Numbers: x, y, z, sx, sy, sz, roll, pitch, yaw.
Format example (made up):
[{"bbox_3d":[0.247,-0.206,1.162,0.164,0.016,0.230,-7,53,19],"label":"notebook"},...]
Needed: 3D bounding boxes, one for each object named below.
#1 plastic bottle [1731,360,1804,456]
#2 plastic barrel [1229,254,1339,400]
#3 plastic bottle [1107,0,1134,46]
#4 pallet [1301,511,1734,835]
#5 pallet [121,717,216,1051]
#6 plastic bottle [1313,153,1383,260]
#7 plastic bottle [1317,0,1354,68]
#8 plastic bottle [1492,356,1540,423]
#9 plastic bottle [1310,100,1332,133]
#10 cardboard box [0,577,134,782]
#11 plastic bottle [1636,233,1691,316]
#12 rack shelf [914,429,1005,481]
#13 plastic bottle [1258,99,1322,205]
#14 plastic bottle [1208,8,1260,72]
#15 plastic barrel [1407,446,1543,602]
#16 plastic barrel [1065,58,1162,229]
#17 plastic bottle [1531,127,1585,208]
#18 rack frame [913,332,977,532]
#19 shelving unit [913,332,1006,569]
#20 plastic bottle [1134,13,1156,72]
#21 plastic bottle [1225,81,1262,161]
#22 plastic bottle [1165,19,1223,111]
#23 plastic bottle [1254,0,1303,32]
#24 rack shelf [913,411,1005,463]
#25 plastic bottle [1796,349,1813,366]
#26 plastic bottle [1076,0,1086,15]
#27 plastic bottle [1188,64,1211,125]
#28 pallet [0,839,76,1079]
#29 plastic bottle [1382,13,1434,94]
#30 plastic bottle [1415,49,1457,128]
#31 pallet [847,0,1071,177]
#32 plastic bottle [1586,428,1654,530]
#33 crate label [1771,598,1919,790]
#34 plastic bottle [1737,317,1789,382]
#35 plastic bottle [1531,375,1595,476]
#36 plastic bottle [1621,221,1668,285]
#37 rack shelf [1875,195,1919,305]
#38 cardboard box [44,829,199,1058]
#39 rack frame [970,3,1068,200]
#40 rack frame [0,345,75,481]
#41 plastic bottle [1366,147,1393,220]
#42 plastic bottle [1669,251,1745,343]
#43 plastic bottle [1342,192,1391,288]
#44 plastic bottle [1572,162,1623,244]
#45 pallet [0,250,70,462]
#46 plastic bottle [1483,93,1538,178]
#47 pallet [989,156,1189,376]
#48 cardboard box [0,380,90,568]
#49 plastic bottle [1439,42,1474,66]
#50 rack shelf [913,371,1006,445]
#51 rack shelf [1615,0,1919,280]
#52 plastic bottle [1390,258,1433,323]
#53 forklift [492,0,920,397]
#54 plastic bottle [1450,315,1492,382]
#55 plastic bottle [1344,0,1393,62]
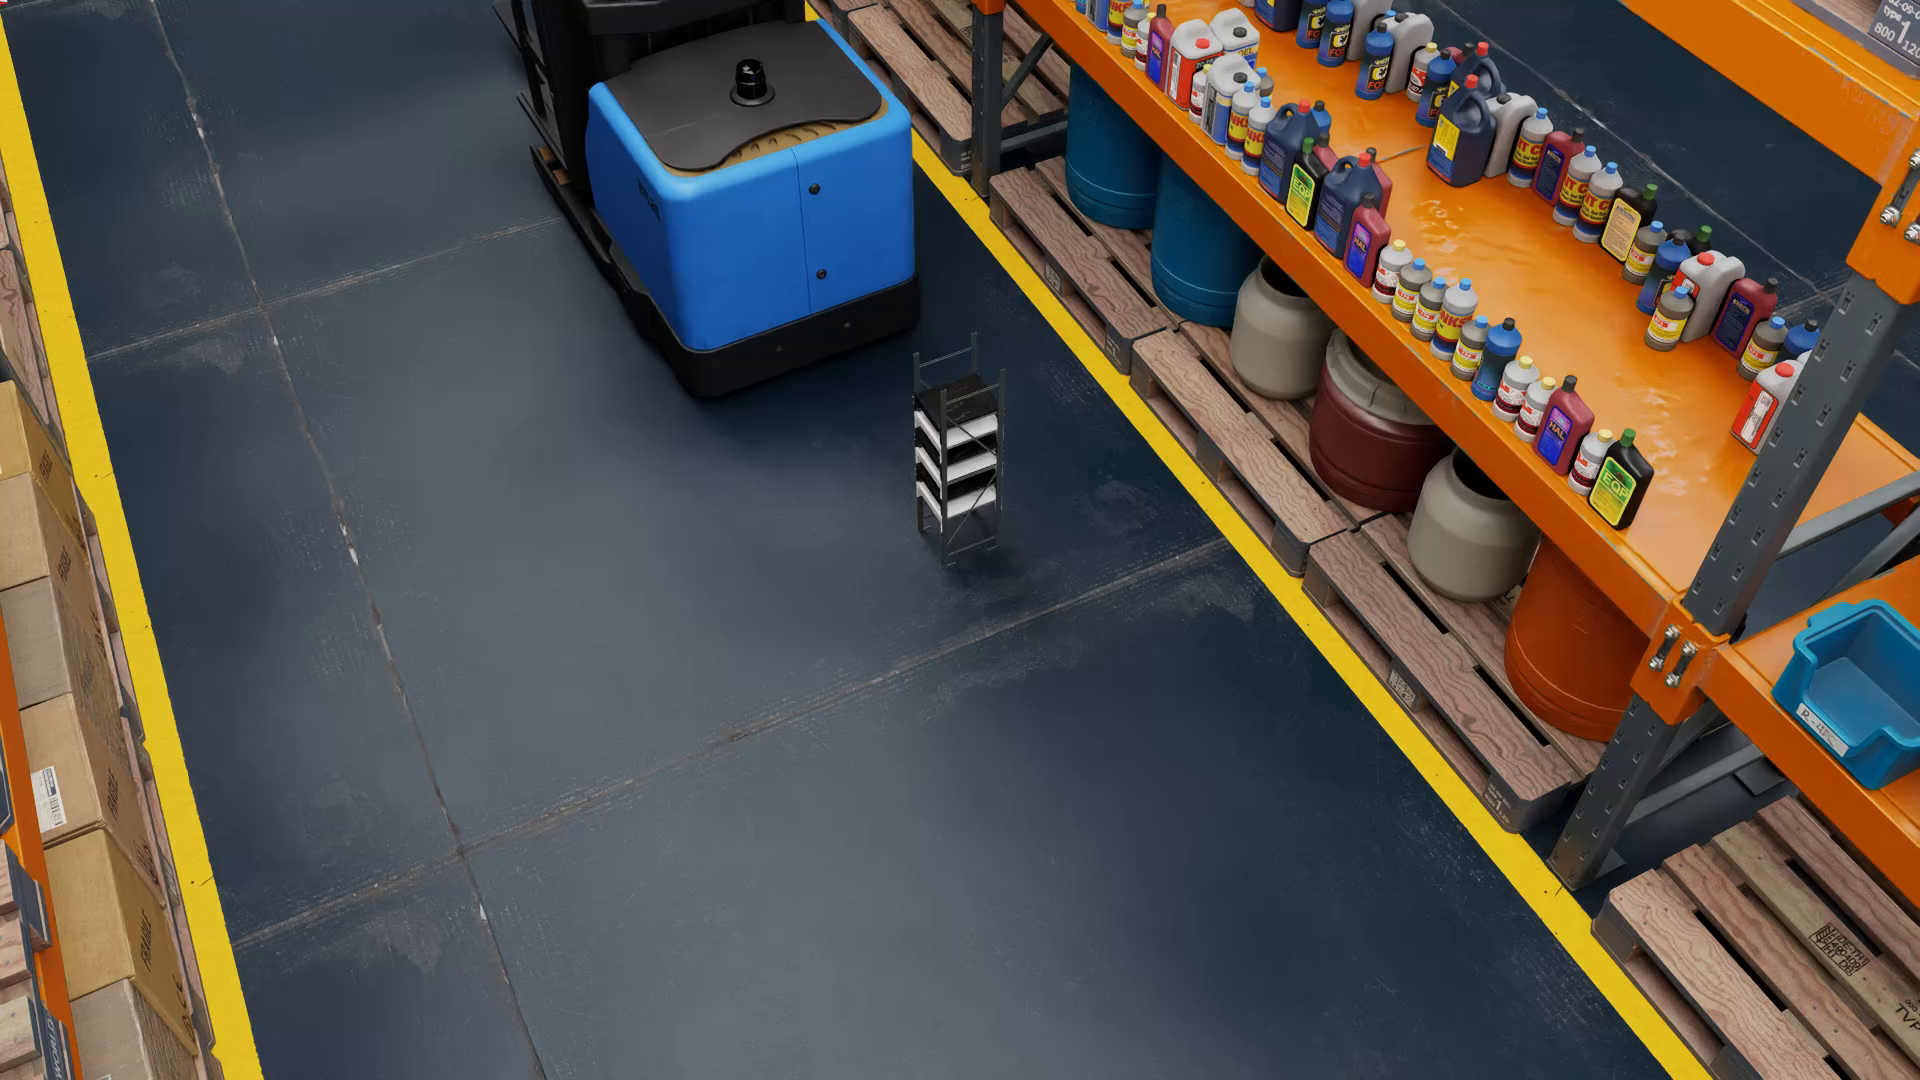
[{"bbox_3d":[2.306,-0.389,4.680,0.152,0.276,0.135,-21,52,-18],"label":"plastic bottle"},{"bbox_3d":[1.258,-0.825,6.352,0.421,0.512,0.421,0,49,0],"label":"plastic barrel"},{"bbox_3d":[0.591,-1.943,6.042,0.097,0.271,0.097,0,49,0],"label":"plastic bottle"},{"bbox_3d":[1.954,0.324,5.827,1.003,0.211,1.213,-21,52,-18],"label":"pallet"},{"bbox_3d":[-2.916,1.212,5.049,1.003,0.211,1.213,-21,52,-18],"label":"pallet"},{"bbox_3d":[1.229,-1.074,5.230,0.144,0.351,0.185,-21,52,-18],"label":"plastic bottle"},{"bbox_3d":[1.347,-1.836,5.948,0.097,0.271,0.097,0,49,0],"label":"plastic bottle"},{"bbox_3d":[1.601,-0.443,4.776,0.097,0.201,0.097,0,49,0],"label":"plastic bottle"},{"bbox_3d":[1.171,-1.332,5.508,0.097,0.271,0.097,0,49,0],"label":"plastic bottle"},{"bbox_3d":[-2.956,0.525,5.167,0.500,0.500,0.500,-21,52,-17],"label":"cardboard box"},{"bbox_3d":[2.147,-0.815,5.056,0.097,0.271,0.097,0,49,0],"label":"plastic bottle"},{"bbox_3d":[-0.004,-0.339,5.873,0.258,0.077,0.200,-21,52,-18],"label":"rack shelf"},{"bbox_3d":[1.083,-1.287,5.416,0.144,0.351,0.185,-21,52,-18],"label":"plastic bottle"},{"bbox_3d":[0.954,-1.709,5.834,0.152,0.276,0.135,-21,52,-18],"label":"plastic bottle"},{"bbox_3d":[1.775,-0.069,5.691,0.421,0.512,0.421,0,49,0],"label":"plastic barrel"},{"bbox_3d":[0.755,-1.836,6.978,0.600,0.901,0.708,-21,52,-18],"label":"plastic barrel"},{"bbox_3d":[1.953,-1.233,5.413,0.061,0.283,0.133,-21,52,-18],"label":"plastic bottle"},{"bbox_3d":[-0.050,-0.370,5.976,0.240,0.900,0.006,-21,52,-18],"label":"rack frame"},{"bbox_3d":[-0.004,-0.302,5.916,0.258,0.900,0.210,-21,52,-18],"label":"shelving unit"},{"bbox_3d":[0.680,-1.790,5.954,0.097,0.201,0.097,0,49,0],"label":"plastic bottle"},{"bbox_3d":[0.953,-1.413,5.578,0.097,0.271,0.097,0,49,0],"label":"plastic bottle"},{"bbox_3d":[0.818,-1.657,5.789,0.152,0.276,0.135,-21,52,-18],"label":"plastic bottle"},{"bbox_3d":[1.190,-2.066,6.097,0.144,0.351,0.185,-21,52,-18],"label":"plastic bottle"},{"bbox_3d":[-0.004,-0.398,5.806,0.258,0.077,0.200,-21,52,-18],"label":"rack shelf"},{"bbox_3d":[2.441,-0.441,4.725,0.152,0.276,0.135,-21,52,-18],"label":"plastic bottle"},{"bbox_3d":[0.485,-2.098,6.178,0.097,0.271,0.097,0,49,0],"label":"plastic bottle"},{"bbox_3d":[0.847,-1.545,5.740,0.097,0.201,0.097,0,49,0],"label":"plastic bottle"},{"bbox_3d":[-2.427,1.256,3.286,1.213,0.211,1.003,-21,52,-18],"label":"pallet"},{"bbox_3d":[1.555,-1.738,5.859,0.152,0.276,0.135,-21,52,-18],"label":"plastic bottle"},{"bbox_3d":[1.639,-1.558,5.705,0.097,0.271,0.097,0,49,0],"label":"plastic bottle"},{"bbox_3d":[0.151,-2.319,8.138,1.003,0.211,1.213,-21,52,-18],"label":"pallet"},{"bbox_3d":[1.788,-0.166,4.480,0.061,0.283,0.133,-21,52,-18],"label":"plastic bottle"},{"bbox_3d":[2.212,0.385,4.032,0.303,0.233,0.416,-21,52,-18],"label":"crate label"},{"bbox_3d":[2.368,-0.569,4.887,0.097,0.201,0.097,0,49,0],"label":"plastic bottle"},{"bbox_3d":[1.682,-0.321,4.615,0.061,0.283,0.133,-21,52,-18],"label":"plastic bottle"},{"bbox_3d":[2.140,-0.903,5.179,0.097,0.201,0.097,0,49,0],"label":"plastic bottle"},{"bbox_3d":[3.267,0.507,2.299,1.077,0.370,4.000,-21,52,-18],"label":"rack shelf"},{"bbox_3d":[-2.478,1.212,4.566,0.500,0.500,0.500,-22,52,-18],"label":"cardboard box"},{"bbox_3d":[0.522,-2.758,6.670,1.000,3.000,0.127,-21,52,-18],"label":"rack frame"},{"bbox_3d":[-3.884,-1.055,5.180,1.000,3.000,0.127,-21,52,-18],"label":"rack frame"},{"bbox_3d":[1.308,-1.105,5.301,0.061,0.283,0.133,-21,52,-18],"label":"plastic bottle"},{"bbox_3d":[2.230,-0.751,4.996,0.152,0.276,0.135,-21,52,-18],"label":"plastic bottle"},{"bbox_3d":[1.265,-0.931,5.149,0.061,0.283,0.133,-21,52,-18],"label":"plastic bottle"},{"bbox_3d":[2.034,-1.080,5.287,0.097,0.271,0.097,0,49,0],"label":"plastic bottle"},{"bbox_3d":[-4.198,-0.596,6.632,1.003,0.211,1.213,-21,52,-18],"label":"pallet"},{"bbox_3d":[1.807,-1.369,5.537,0.152,0.276,0.135,-21,52,-18],"label":"plastic bottle"},{"bbox_3d":[0.838,-1.309,7.255,1.003,0.211,1.213,-21,52,-18],"label":"pallet"},{"bbox_3d":[-3.404,-0.145,5.752,0.500,0.500,0.500,-21,52,-18],"label":"cardboard box"},{"bbox_3d":[1.701,-1.601,5.735,0.061,0.283,0.133,-21,52,-18],"label":"plastic bottle"},{"bbox_3d":[-0.004,-0.458,5.738,0.258,0.077,0.200,-21,52,-18],"label":"rack shelf"},{"bbox_3d":[1.437,-2.170,4.641,1.077,0.370,4.000,-21,52,-18],"label":"rack shelf"},{"bbox_3d":[1.378,-0.768,5.061,0.097,0.201,0.097,0,49,0],"label":"plastic bottle"},{"bbox_3d":[-1.317,-2.648,6.618,1.130,2.935,3.031,-22,53,-18],"label":"forklift"},{"bbox_3d":[1.512,-0.573,4.890,0.097,0.201,0.097,0,49,0],"label":"plastic bottle"},{"bbox_3d":[1.449,-1.893,5.995,0.152,0.276,0.135,-21,52,-18],"label":"plastic bottle"}]
